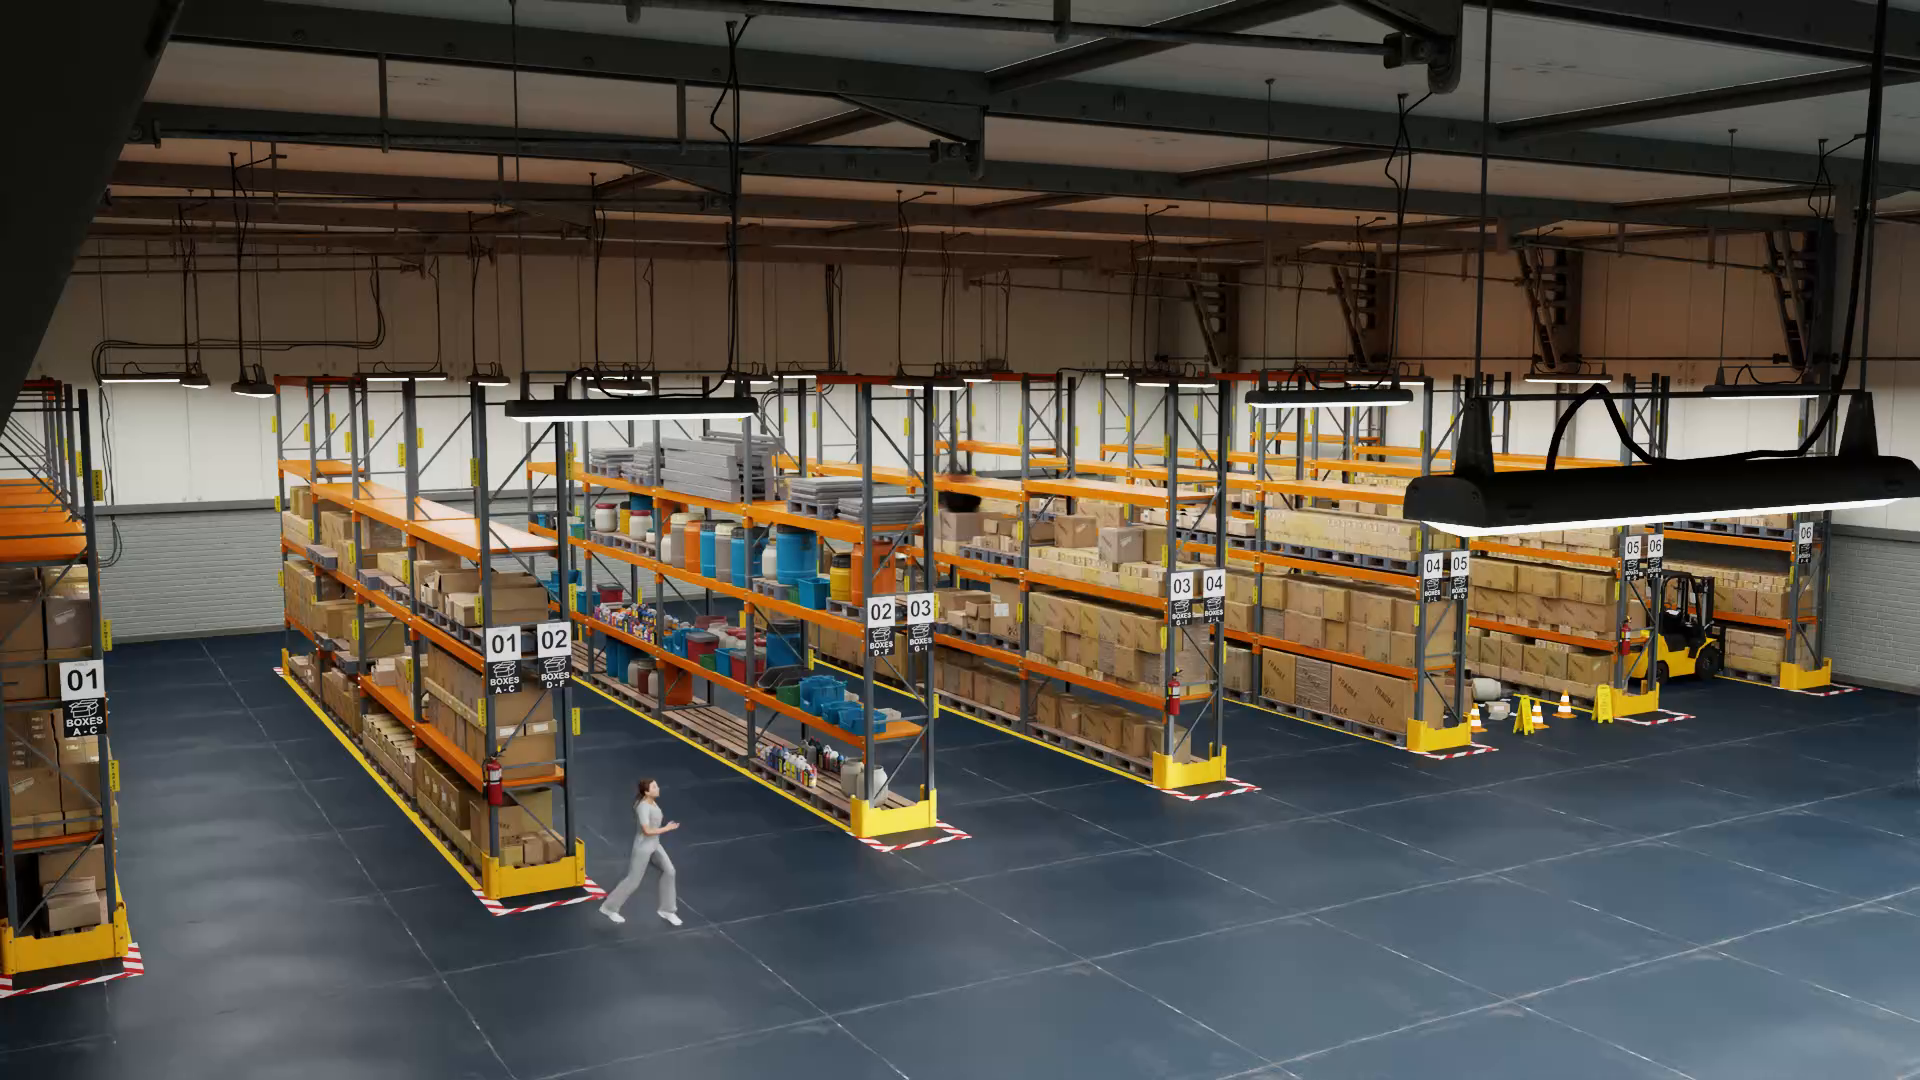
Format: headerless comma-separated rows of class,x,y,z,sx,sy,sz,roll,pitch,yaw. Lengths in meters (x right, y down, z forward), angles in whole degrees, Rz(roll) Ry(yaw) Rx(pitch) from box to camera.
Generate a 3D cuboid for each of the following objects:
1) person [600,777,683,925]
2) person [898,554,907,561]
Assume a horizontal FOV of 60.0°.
person,-3.559,3.487,18.563,0.894,1.693,0.576,0,6,4
person,-1.435,1.169,39.516,0.751,1.694,0.555,-1,6,-12
